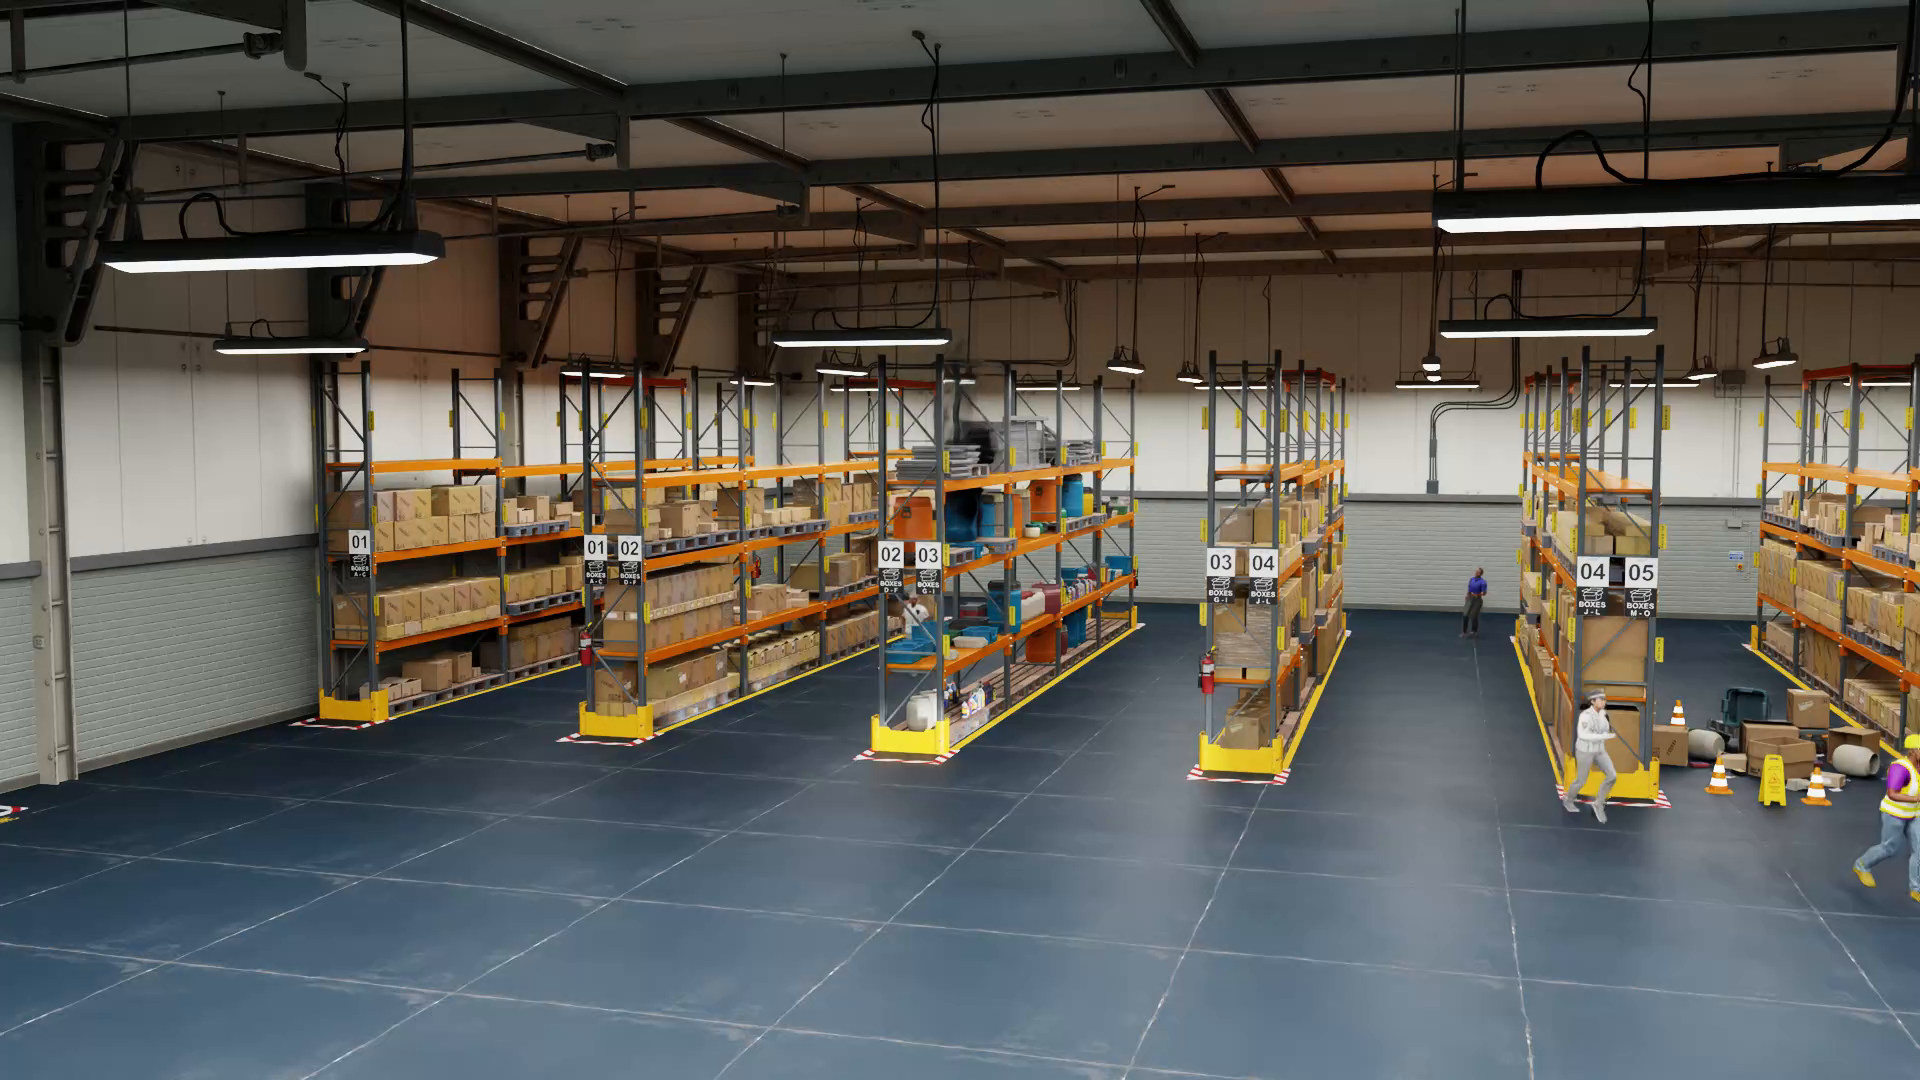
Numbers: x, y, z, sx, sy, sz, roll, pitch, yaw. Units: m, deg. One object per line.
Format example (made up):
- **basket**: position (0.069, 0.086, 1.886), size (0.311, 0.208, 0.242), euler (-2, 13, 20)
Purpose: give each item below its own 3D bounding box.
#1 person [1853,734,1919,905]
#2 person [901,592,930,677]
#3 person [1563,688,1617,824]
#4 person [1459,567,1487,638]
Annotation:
- **person**: position (9.814, 2.908, 17.398), size (0.714, 1.816, 0.925), euler (-2, 5, -28)
- **person**: position (-0.884, 1.836, 32.911), size (0.592, 1.671, 0.680), euler (1, 4, 16)
- **person**: position (7.912, 2.673, 20.861), size (0.639, 1.700, 0.804), euler (-2, 5, -29)
- **person**: position (11.897, 1.475, 38.403), size (0.588, 1.650, 0.653), euler (4, 5, 42)
